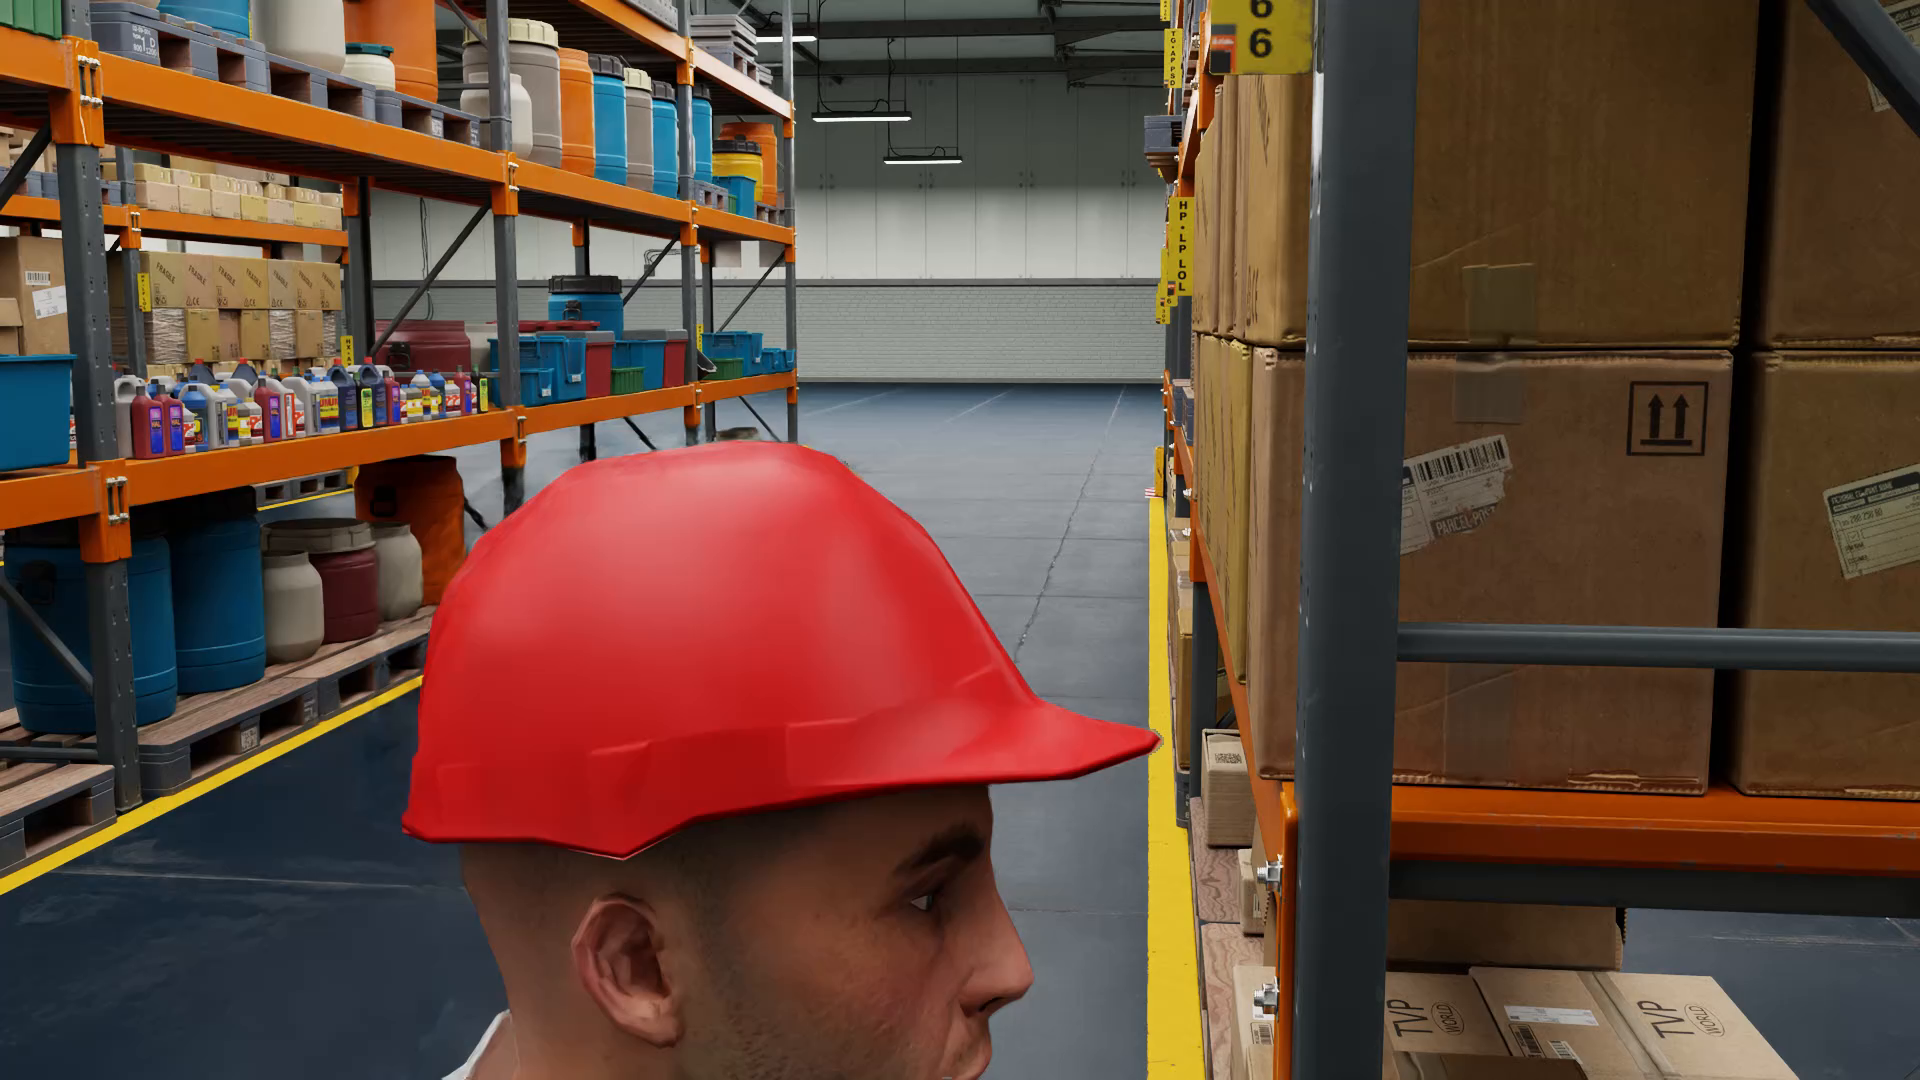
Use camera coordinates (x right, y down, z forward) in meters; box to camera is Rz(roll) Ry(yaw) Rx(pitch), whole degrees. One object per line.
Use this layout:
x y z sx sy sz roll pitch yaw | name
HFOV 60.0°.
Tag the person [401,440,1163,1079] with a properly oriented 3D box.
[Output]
-0.134 0.853 0.628 0.688 1.767 0.631 7 10 41 | person
